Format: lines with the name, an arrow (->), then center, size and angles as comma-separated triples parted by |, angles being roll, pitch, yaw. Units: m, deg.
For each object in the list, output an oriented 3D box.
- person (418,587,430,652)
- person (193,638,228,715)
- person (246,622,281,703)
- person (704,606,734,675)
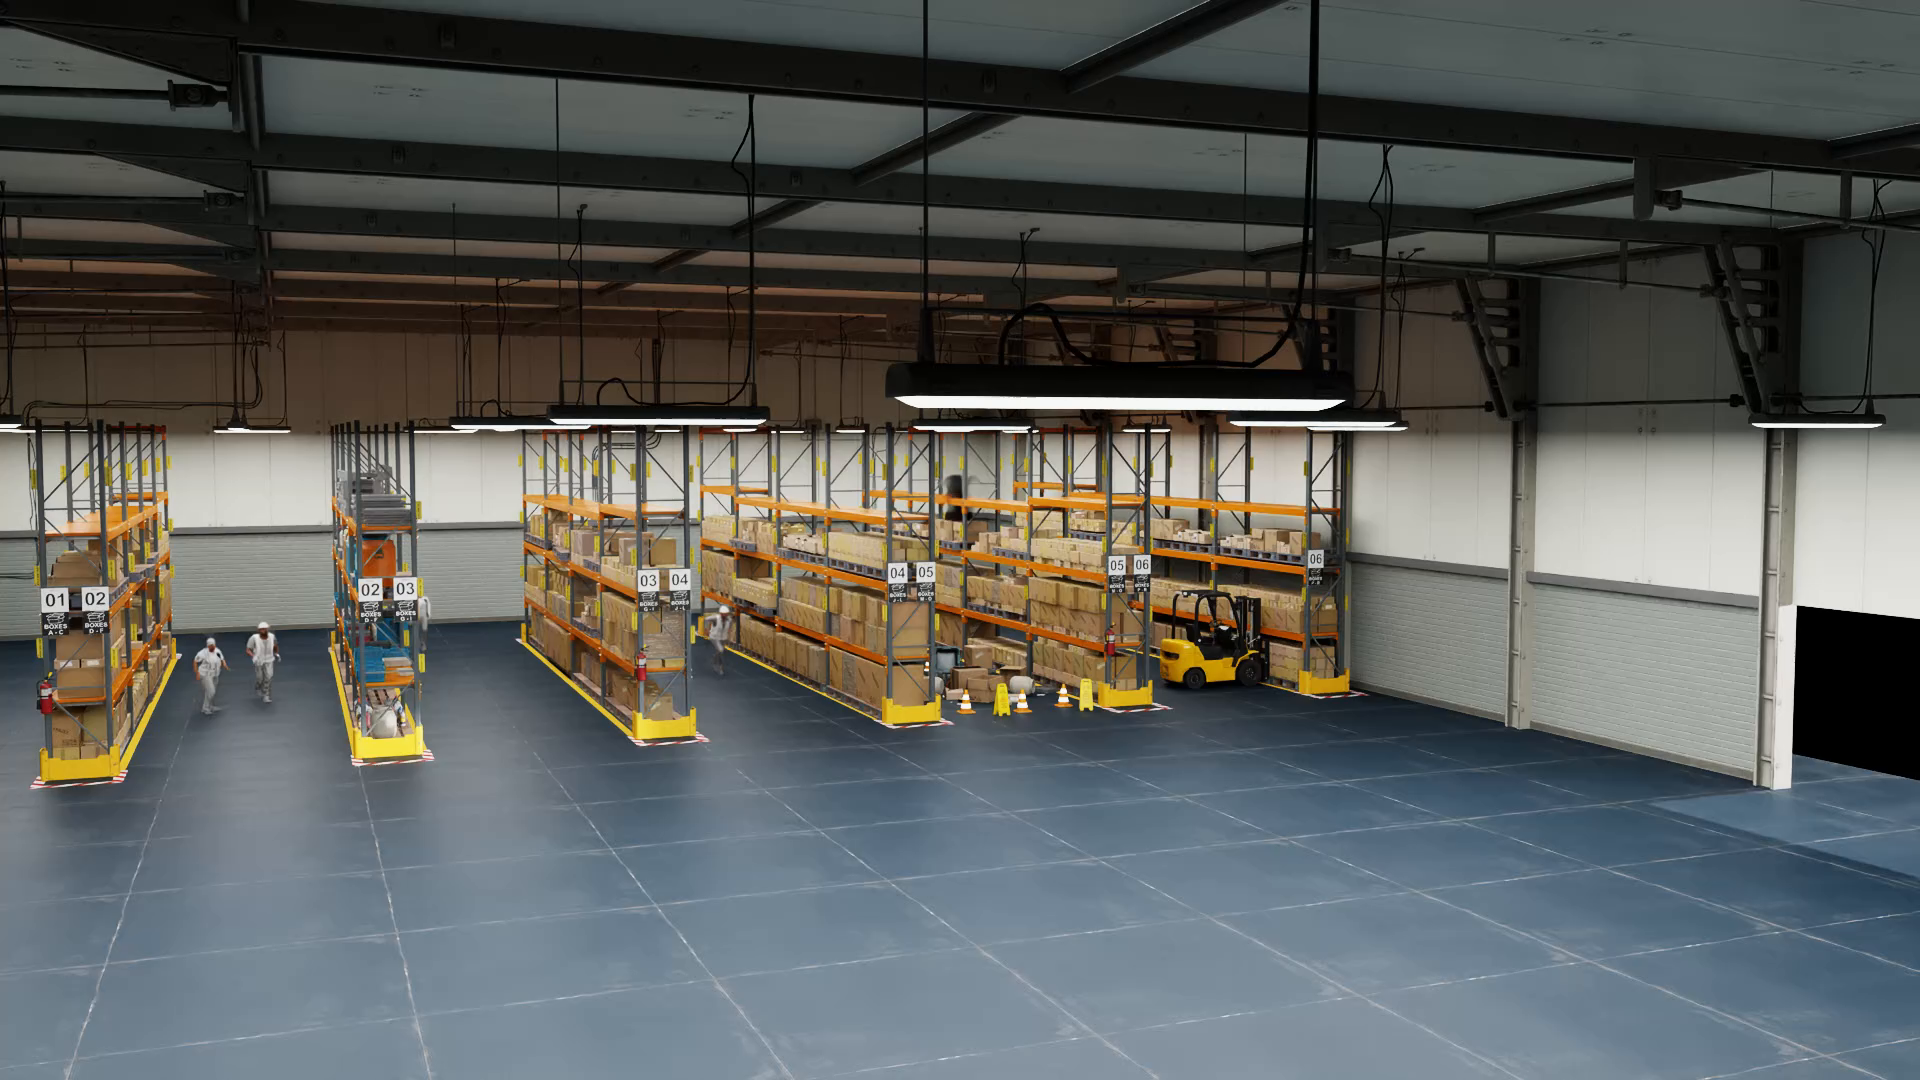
person -> -14.456, 2.091, 44.504 | 0.561, 1.740, 0.846 | -2, 4, -24
person -> -15.442, 2.822, 34.360 | 0.809, 1.640, 0.634 | 1, 4, 20
person -> -15.047, 2.622, 35.855 | 0.685, 1.731, 0.786 | -2, 4, -34
person -> -5.831, 2.413, 40.044 | 0.697, 1.718, 0.994 | -2, 4, -31
